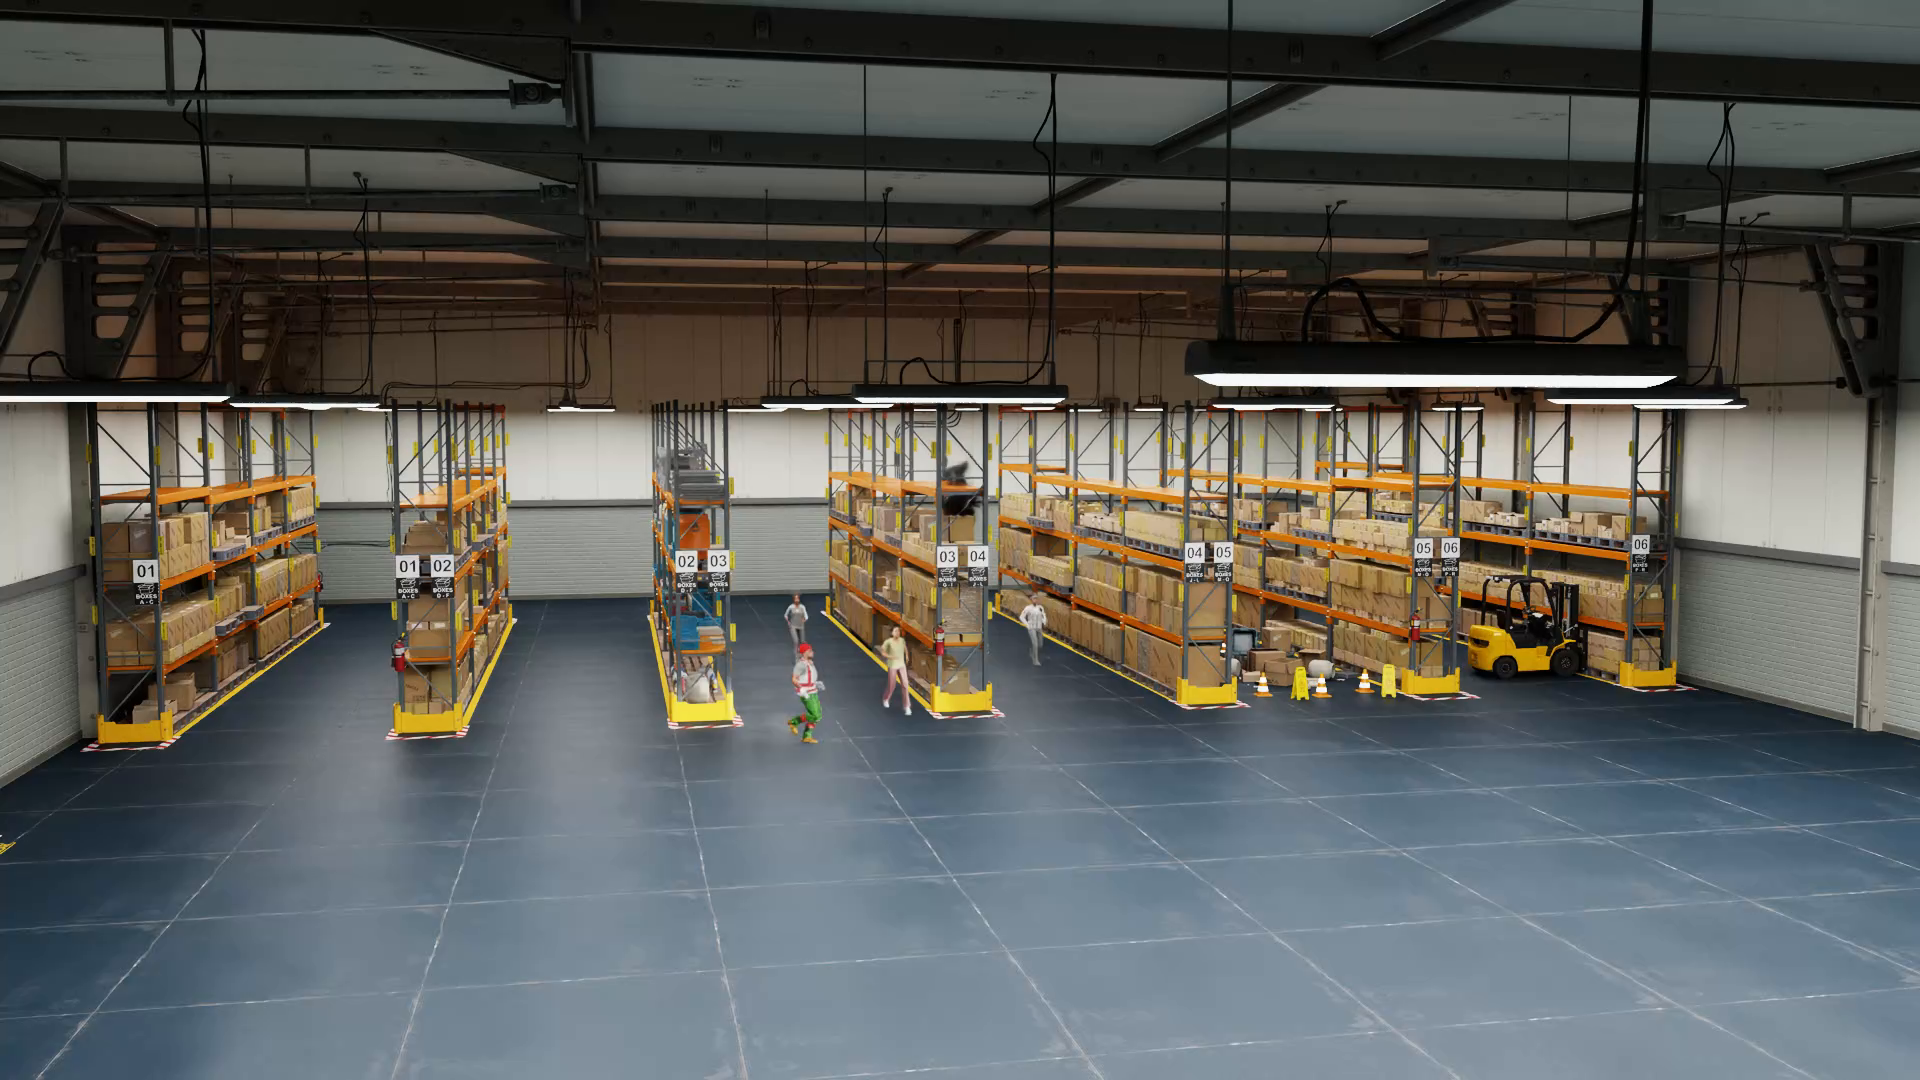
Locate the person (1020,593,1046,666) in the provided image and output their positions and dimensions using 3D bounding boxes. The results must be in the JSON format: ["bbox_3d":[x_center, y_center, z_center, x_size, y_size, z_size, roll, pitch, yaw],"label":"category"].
[{"bbox_3d":[1.690,2.023,38.094,0.621,1.654,0.718,-2,5,-21],"label":"person"}]

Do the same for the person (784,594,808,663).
[{"bbox_3d":[-3.800,2.038,38.561,0.544,1.555,0.705,-1,4,-16],"label":"person"}]

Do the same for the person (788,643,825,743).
[{"bbox_3d":[-2.689,2.674,29.027,0.603,1.744,0.667,1,4,15],"label":"person"}]

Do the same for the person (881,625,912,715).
[{"bbox_3d":[-1.249,2.474,31.973,0.612,1.700,0.892,-2,5,-26],"label":"person"}]
